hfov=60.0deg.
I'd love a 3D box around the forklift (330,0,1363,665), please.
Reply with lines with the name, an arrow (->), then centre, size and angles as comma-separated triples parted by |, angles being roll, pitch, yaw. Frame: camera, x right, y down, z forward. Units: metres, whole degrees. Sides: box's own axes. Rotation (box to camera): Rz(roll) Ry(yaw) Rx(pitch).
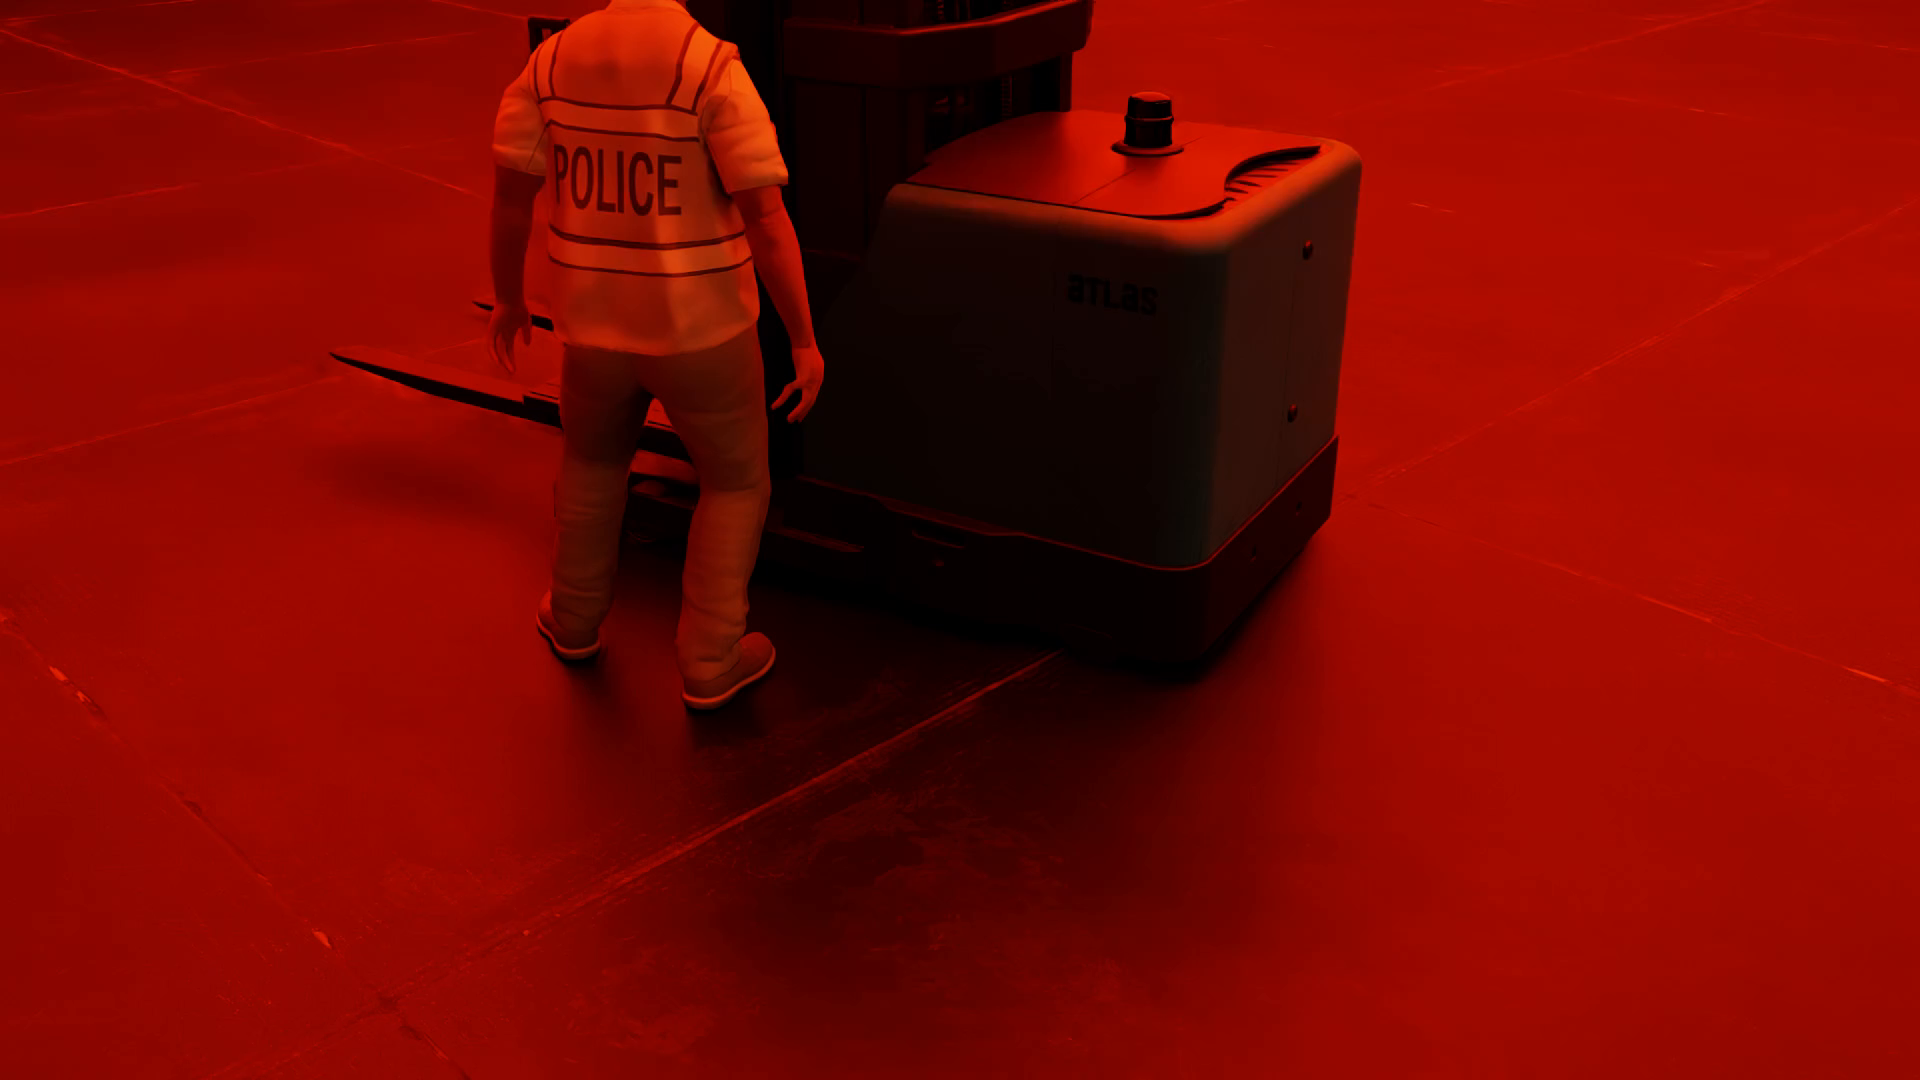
forklift -> -0.518, -1.492, 4.256 | 3.031, 2.935, 1.130 | 15, 30, 27

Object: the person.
person -> -0.672, -0.472, 3.562 | 0.861, 1.722, 0.423 | 7, 27, 15
